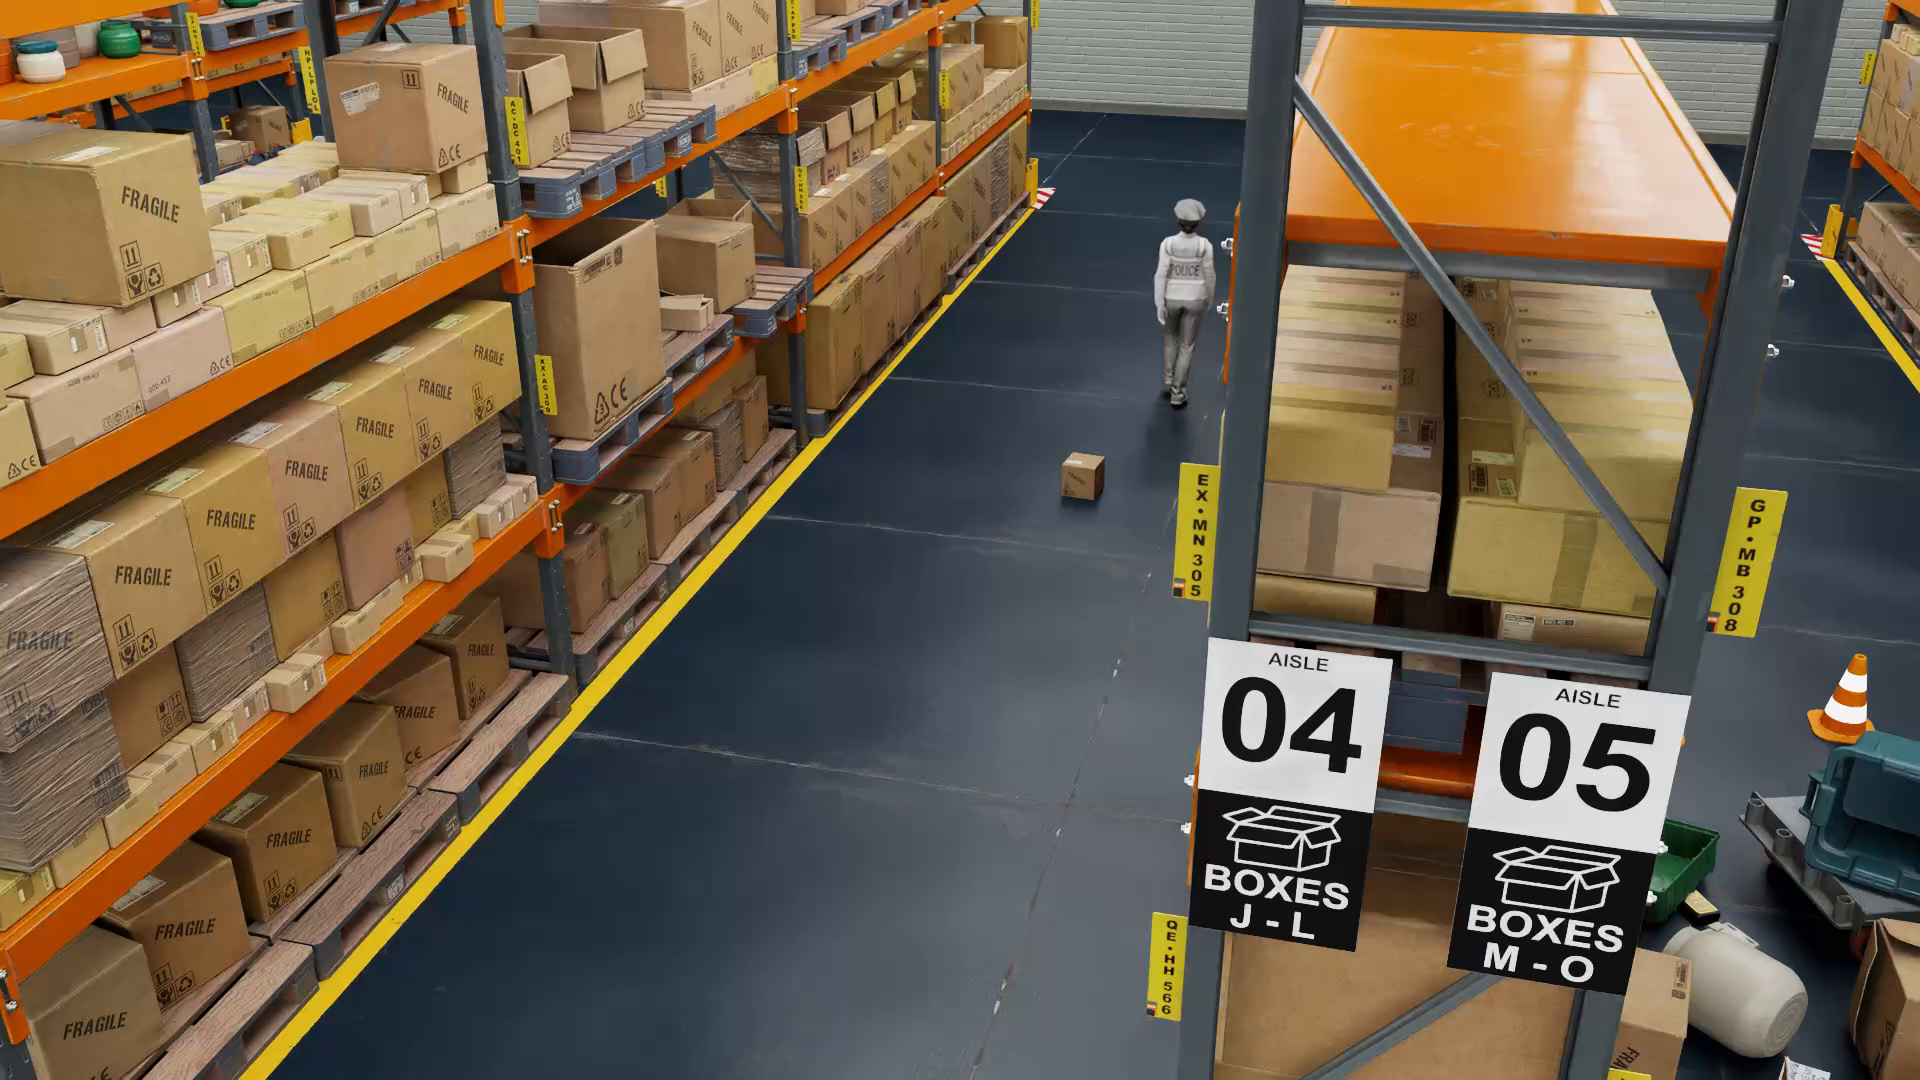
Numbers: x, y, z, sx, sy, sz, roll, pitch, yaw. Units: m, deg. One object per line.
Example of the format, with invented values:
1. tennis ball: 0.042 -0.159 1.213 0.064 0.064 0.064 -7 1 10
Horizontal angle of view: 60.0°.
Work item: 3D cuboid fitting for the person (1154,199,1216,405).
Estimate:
1. person: 1.857 -1.948 13.712 0.479 1.755 0.637 8 27 15
